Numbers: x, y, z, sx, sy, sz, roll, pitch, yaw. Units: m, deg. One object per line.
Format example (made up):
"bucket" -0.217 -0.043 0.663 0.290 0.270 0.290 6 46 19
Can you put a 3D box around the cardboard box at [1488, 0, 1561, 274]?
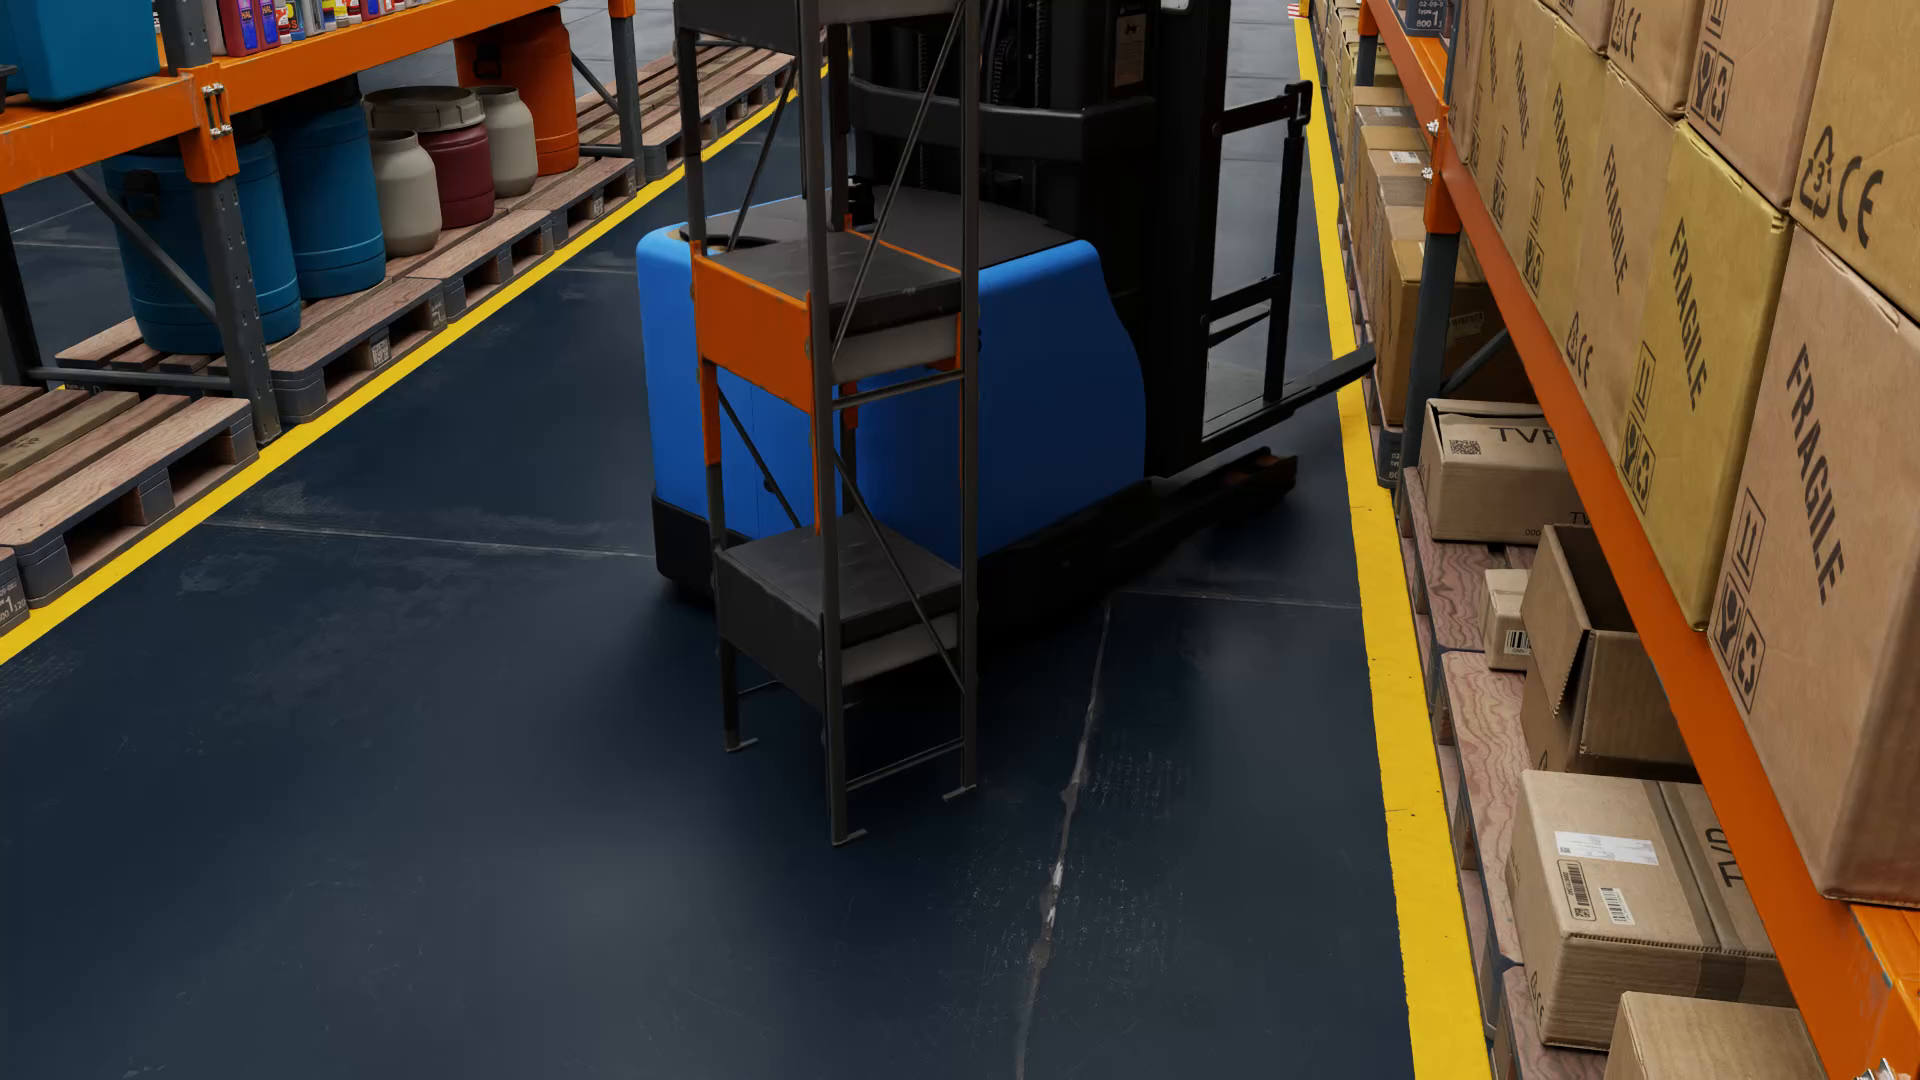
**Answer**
"cardboard box" 1.394 -0.834 3.375 0.500 0.500 0.500 4 25 8

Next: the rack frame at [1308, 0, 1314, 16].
"rack frame" 3.872 -6.425 15.439 1.000 3.000 0.127 4 25 9

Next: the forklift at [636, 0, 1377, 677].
"forklift" 0.466 -1.512 5.024 1.130 2.935 3.031 21 32 37

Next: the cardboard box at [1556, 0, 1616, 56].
"cardboard box" 1.304 -1.080 2.722 0.500 0.500 0.500 5 26 10

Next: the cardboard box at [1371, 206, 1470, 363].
"cardboard box" 1.798 -0.906 6.077 0.500 0.500 0.500 4 25 9

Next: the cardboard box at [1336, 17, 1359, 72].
"cardboard box" 2.655 -3.153 10.533 0.500 0.311 0.500 5 25 10

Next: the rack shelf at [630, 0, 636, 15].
"rack shelf" -1.995 -3.935 10.966 1.077 0.370 4.000 4 25 9

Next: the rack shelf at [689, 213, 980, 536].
"rack shelf" -0.272 -0.376 3.609 0.431 0.518 0.480 -17 30 -33

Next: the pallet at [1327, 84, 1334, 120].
"pallet" 3.136 -3.179 11.792 1.003 0.211 1.213 4 25 9

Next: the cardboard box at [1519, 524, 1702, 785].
"cardboard box" 1.609 0.311 3.473 0.797 0.503 0.637 4 25 9

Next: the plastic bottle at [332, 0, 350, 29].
"plastic bottle" -2.402 -2.069 6.366 0.097 0.201 0.097 0 25 0

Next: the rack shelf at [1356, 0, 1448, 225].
"rack shelf" 2.238 -1.917 6.656 1.077 0.370 4.000 4 25 9

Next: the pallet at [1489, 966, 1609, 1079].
"pallet" 1.399 1.164 2.514 1.003 0.211 1.213 4 25 9

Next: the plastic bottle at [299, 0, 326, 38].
"plastic bottle" -2.464 -2.015 6.163 0.152 0.276 0.135 4 25 9

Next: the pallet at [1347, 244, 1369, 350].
"pallet" 2.203 -0.998 7.133 1.003 0.211 1.213 4 25 9

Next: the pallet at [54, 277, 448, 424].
"pallet" -2.808 -0.808 6.727 1.003 0.211 1.213 4 25 9

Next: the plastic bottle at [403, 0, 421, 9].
"plastic bottle" -2.335 -2.346 6.871 0.152 0.276 0.135 4 25 9

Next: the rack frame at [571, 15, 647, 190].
"rack frame" -2.322 -3.424 9.027 1.000 3.000 0.127 4 25 9

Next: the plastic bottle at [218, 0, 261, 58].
"plastic bottle" -2.495 -1.822 5.742 0.061 0.283 0.133 4 25 9

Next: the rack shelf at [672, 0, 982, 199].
"rack shelf" -0.272 -1.010 3.313 0.431 0.518 0.480 -17 30 -33

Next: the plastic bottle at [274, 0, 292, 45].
"plastic bottle" -2.472 -1.890 5.984 0.097 0.201 0.097 0 25 0

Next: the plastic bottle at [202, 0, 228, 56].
"plastic bottle" -2.591 -1.871 5.766 0.144 0.351 0.185 4 25 9

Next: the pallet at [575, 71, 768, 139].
"pallet" -1.955 -2.991 11.391 1.003 0.211 1.213 4 25 9

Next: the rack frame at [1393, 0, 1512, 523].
"rack frame" 1.911 -1.406 4.716 1.000 3.000 0.127 4 25 9

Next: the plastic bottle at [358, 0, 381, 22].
"plastic bottle" -2.349 -2.194 6.536 0.061 0.283 0.133 4 25 9

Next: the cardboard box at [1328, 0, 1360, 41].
"cardboard box" 2.818 -3.587 11.461 0.500 0.311 0.500 4 25 8

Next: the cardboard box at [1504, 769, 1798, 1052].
"cardboard box" 1.288 0.673 2.999 0.500 0.250 0.500 4 25 9

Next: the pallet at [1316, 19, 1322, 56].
"pallet" 3.587 -4.331 14.253 1.003 0.211 1.213 4 25 9

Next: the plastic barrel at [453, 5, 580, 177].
"plastic barrel" -2.385 -2.426 8.958 0.600 0.830 0.708 4 25 9

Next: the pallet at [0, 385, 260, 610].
"pallet" -3.057 -0.178 5.381 1.003 0.211 1.213 4 25 9

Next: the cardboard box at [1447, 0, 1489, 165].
"cardboard box" 1.559 -1.257 4.280 0.500 0.500 0.500 5 25 10

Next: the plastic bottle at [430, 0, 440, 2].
"plastic bottle" -2.273 -2.432 7.058 0.097 0.271 0.097 0 25 0

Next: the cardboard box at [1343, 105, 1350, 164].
"cardboard box" 2.410 -2.261 9.291 0.500 0.250 0.500 5 25 10

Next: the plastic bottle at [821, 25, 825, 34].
"plastic bottle" -1.150 -4.217 13.503 0.097 0.201 0.097 0 25 0

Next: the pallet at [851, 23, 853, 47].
"pallet" -1.320 -4.624 14.879 1.003 0.211 1.213 4 25 9

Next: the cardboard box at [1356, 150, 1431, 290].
"cardboard box" 1.961 -1.329 6.980 0.500 0.500 0.500 3 25 7

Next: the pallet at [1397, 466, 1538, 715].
"pallet" 1.798 0.144 4.694 1.003 0.211 1.213 4 25 9

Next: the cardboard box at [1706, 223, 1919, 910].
"cardboard box" 1.062 0.015 1.562 0.500 0.500 0.500 5 26 10

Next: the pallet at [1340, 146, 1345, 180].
"pallet" 2.738 -2.158 9.611 1.003 0.211 1.213 4 25 9

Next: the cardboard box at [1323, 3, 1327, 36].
"cardboard box" 3.170 -4.115 13.250 0.500 0.250 0.500 4 25 9

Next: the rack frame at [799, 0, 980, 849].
"rack frame" -0.126 -0.306 3.426 0.400 2.100 0.015 -17 30 -33

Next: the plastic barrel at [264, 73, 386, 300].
"plastic barrel" -2.754 -1.513 6.925 0.600 0.901 0.708 4 25 9

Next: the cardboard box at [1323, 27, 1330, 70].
"cardboard box" 2.908 -3.546 12.035 0.500 0.250 0.500 3 25 7

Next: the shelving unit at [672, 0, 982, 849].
"shelving unit" -0.272 -0.389 3.604 0.431 2.100 0.503 -17 30 -33

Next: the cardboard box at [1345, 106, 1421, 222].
"cardboard box" 2.128 -1.757 7.894 0.500 0.500 0.500 3 25 7

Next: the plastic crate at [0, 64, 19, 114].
"plastic crate" -2.893 -1.167 4.459 0.437 0.125 0.590 4 25 9

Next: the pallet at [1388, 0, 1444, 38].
"pallet" 2.251 -2.179 6.593 1.003 0.211 1.213 4 25 9

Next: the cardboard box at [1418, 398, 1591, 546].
"cardboard box" 1.629 -0.227 4.850 0.500 0.311 0.500 4 25 9

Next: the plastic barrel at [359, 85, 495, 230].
"plastic barrel" -2.569 -1.844 8.000 0.600 0.588 0.708 4 25 9

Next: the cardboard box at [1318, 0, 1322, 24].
"cardboard box" 3.318 -4.534 14.146 0.500 0.250 0.500 4 25 9

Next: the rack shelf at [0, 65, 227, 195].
"rack shelf" -3.302 -0.589 3.818 1.077 0.370 4.000 4 25 9

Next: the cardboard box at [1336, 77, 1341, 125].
"cardboard box" 2.576 -2.687 10.201 0.500 0.250 0.500 5 25 10

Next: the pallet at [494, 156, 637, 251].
"pallet" -2.409 -1.829 8.907 1.003 0.211 1.213 4 25 9

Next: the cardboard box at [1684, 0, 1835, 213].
"cardboard box" 1.140 -0.648 1.799 0.500 0.500 0.500 5 25 10

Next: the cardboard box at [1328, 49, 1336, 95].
"cardboard box" 2.741 -3.115 11.115 0.500 0.250 0.500 3 25 7

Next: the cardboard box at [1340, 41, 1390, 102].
"cardboard box" 2.486 -2.732 9.635 0.500 0.311 0.500 4 25 8

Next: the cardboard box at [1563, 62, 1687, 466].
"cardboard box" 1.230 -0.410 2.471 0.500 0.500 0.500 4 25 9

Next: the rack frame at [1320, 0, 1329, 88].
"rack frame" 3.218 -4.752 11.864 1.000 3.000 0.127 4 25 9

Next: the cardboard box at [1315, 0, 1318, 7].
"cardboard box" 3.487 -4.952 15.039 0.500 0.250 0.500 4 25 9
